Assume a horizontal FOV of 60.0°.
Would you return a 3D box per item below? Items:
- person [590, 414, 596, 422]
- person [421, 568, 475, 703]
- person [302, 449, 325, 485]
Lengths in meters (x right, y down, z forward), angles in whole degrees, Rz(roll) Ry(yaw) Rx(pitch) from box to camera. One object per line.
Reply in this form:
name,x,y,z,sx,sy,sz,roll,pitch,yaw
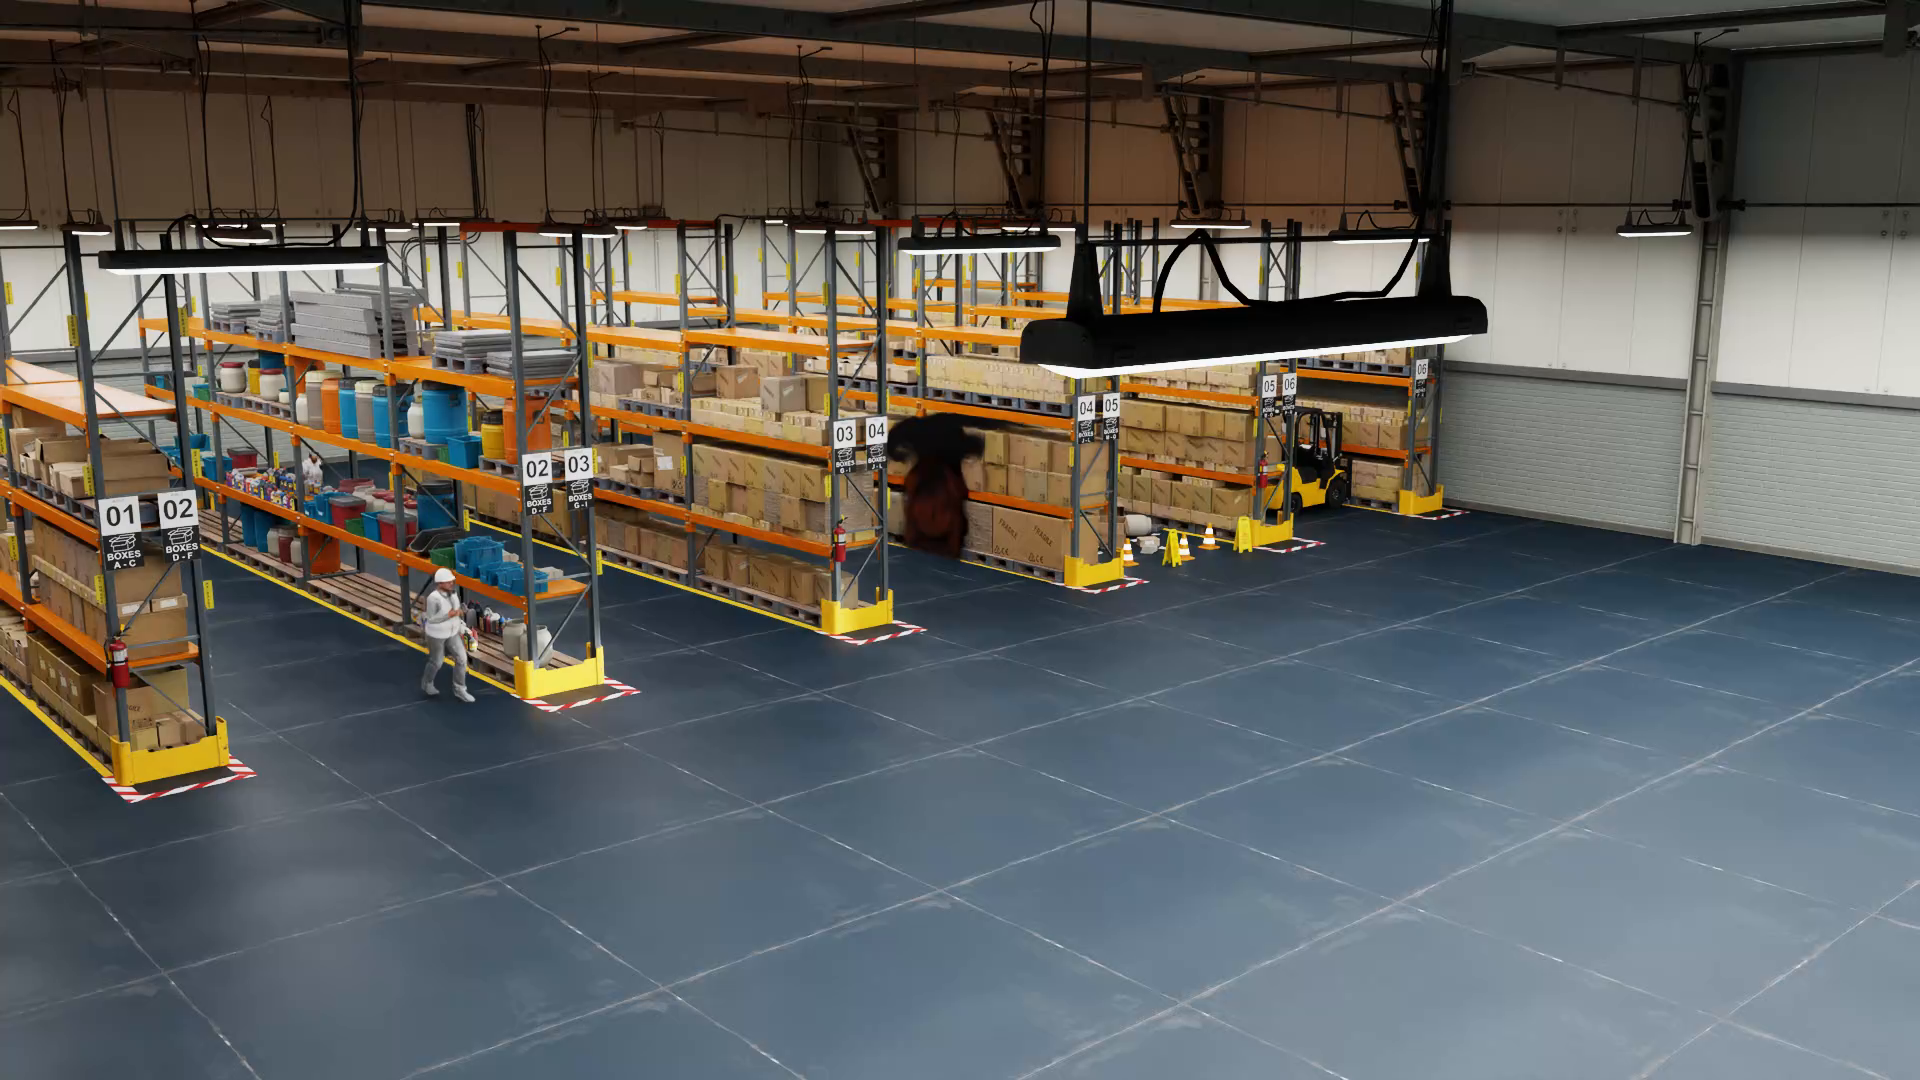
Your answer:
person,-9.092,-2.600,40.864,0.593,1.562,0.799,6,13,28
person,-6.649,1.223,21.357,0.882,1.791,0.628,7,14,32
person,-12.982,-1.071,33.290,0.724,1.556,0.589,7,13,31
